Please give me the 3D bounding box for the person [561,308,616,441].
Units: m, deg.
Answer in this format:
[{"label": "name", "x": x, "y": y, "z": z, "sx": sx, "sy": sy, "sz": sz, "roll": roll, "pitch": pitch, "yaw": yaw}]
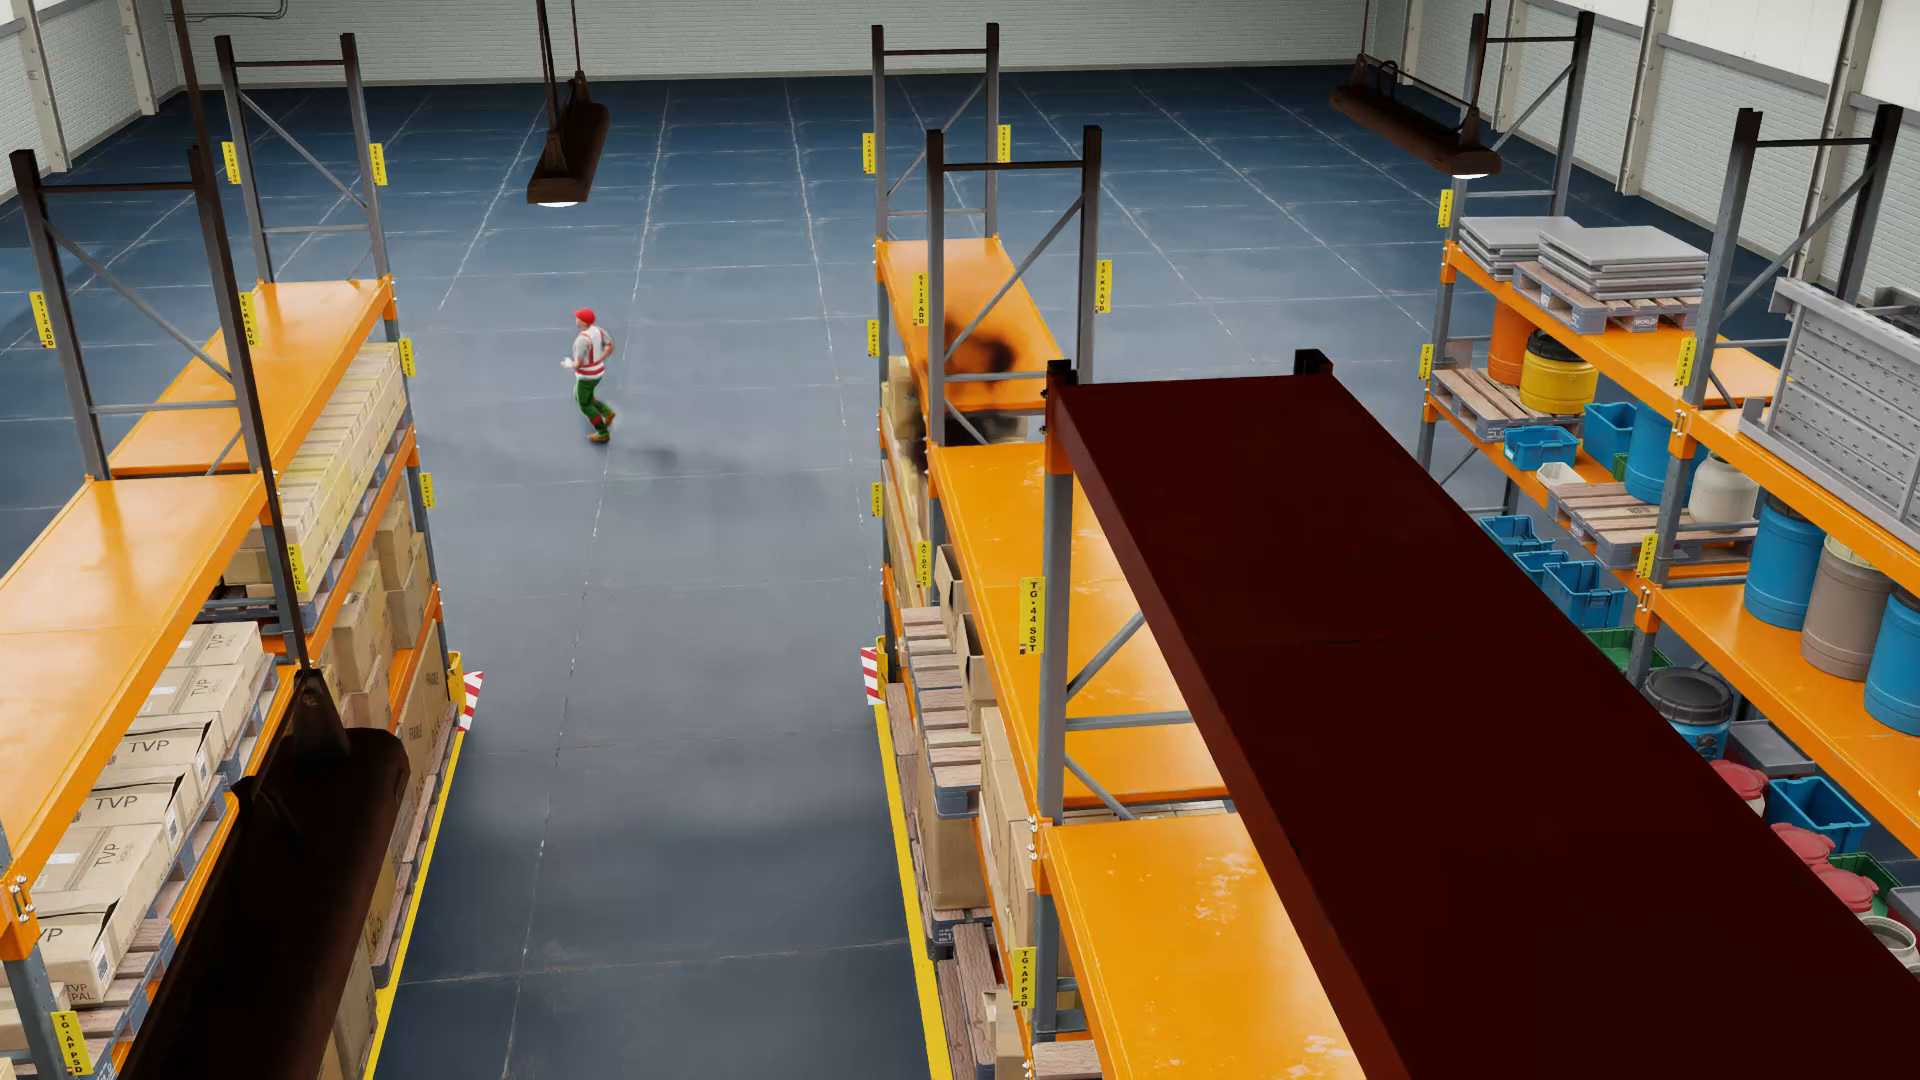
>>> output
[{"label": "person", "x": -4.681, "y": -2.080, "z": 20.836, "sx": 0.581, "sy": 1.740, "sz": 0.652, "roll": 6, "pitch": 26, "yaw": 12}]
